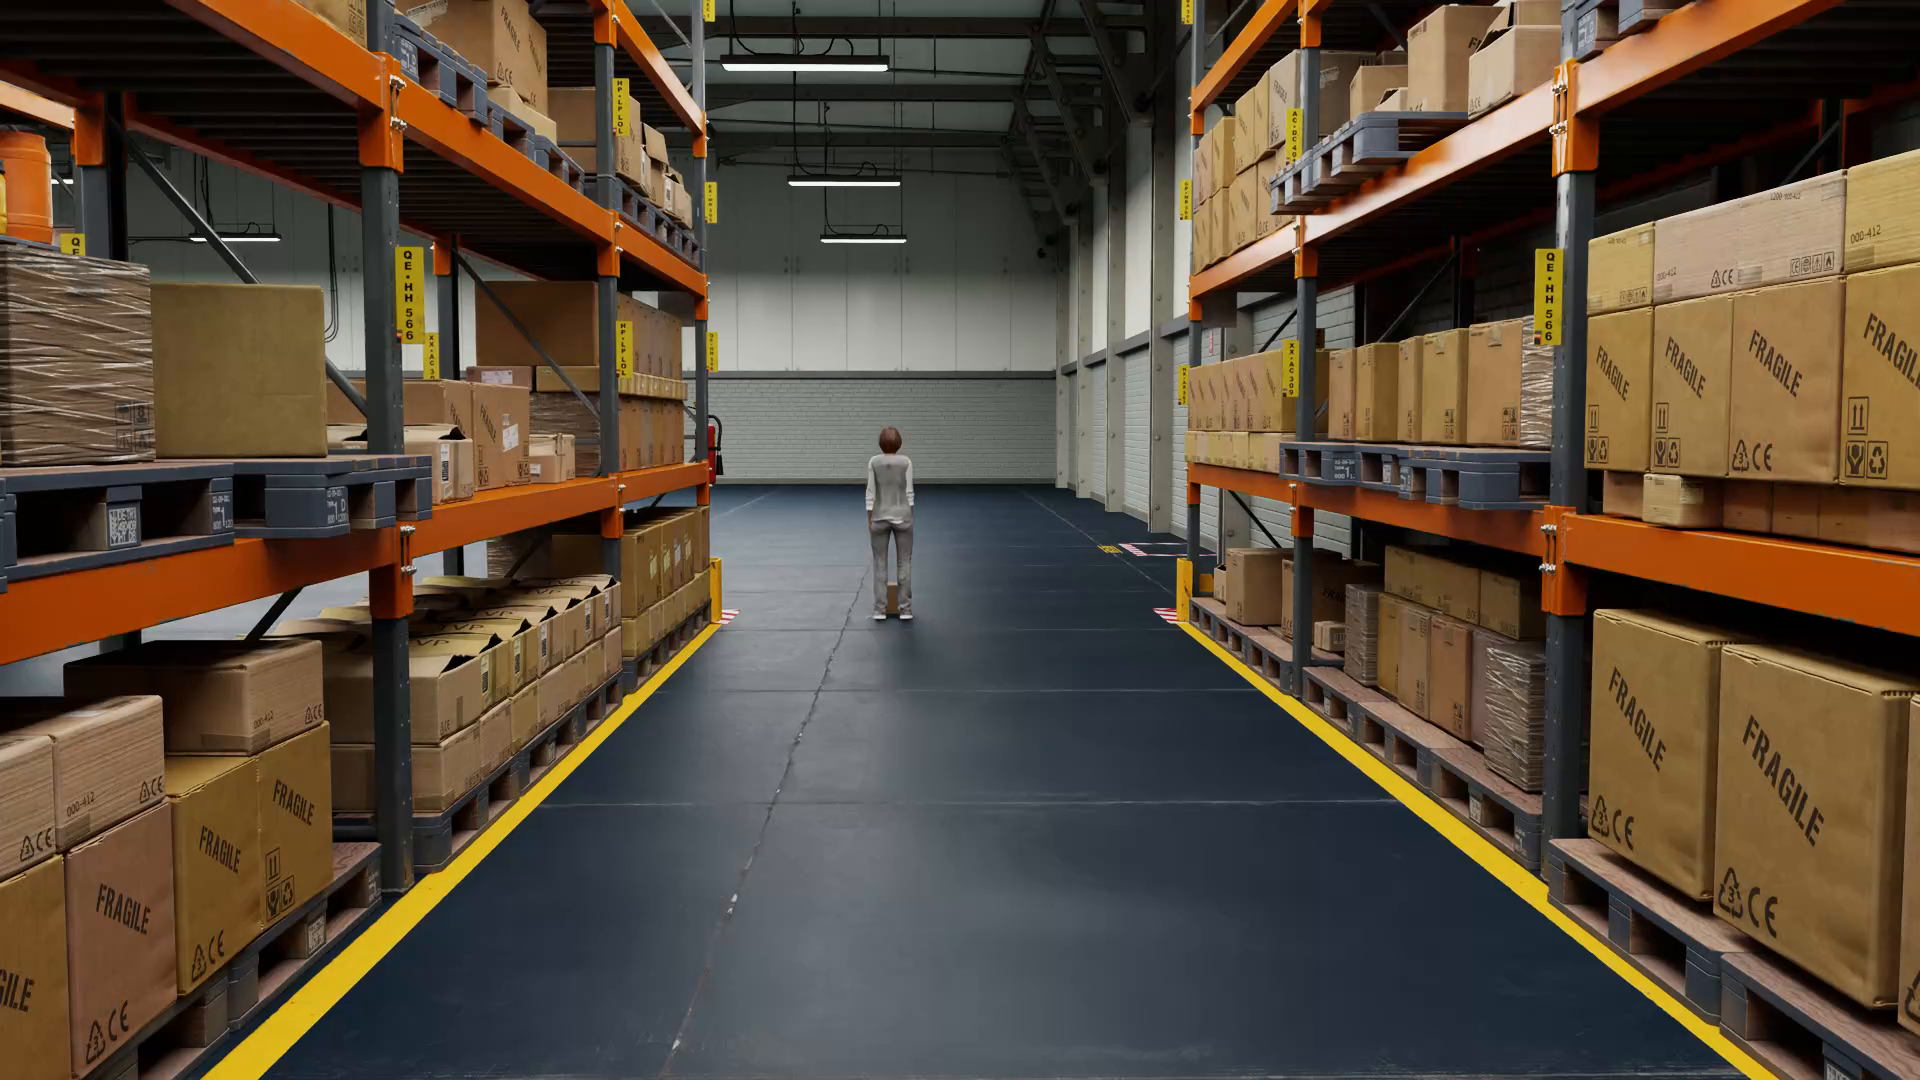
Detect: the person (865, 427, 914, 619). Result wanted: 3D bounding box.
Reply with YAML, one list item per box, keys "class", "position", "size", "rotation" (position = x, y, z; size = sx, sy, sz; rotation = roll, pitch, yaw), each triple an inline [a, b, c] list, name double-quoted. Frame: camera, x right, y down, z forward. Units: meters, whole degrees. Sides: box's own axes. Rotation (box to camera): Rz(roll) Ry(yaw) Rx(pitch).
- class: "person"
  position: [-0.580, -0.136, 13.728]
  size: [0.406, 1.595, 0.300]
  rotation: [0, 4, 0]
